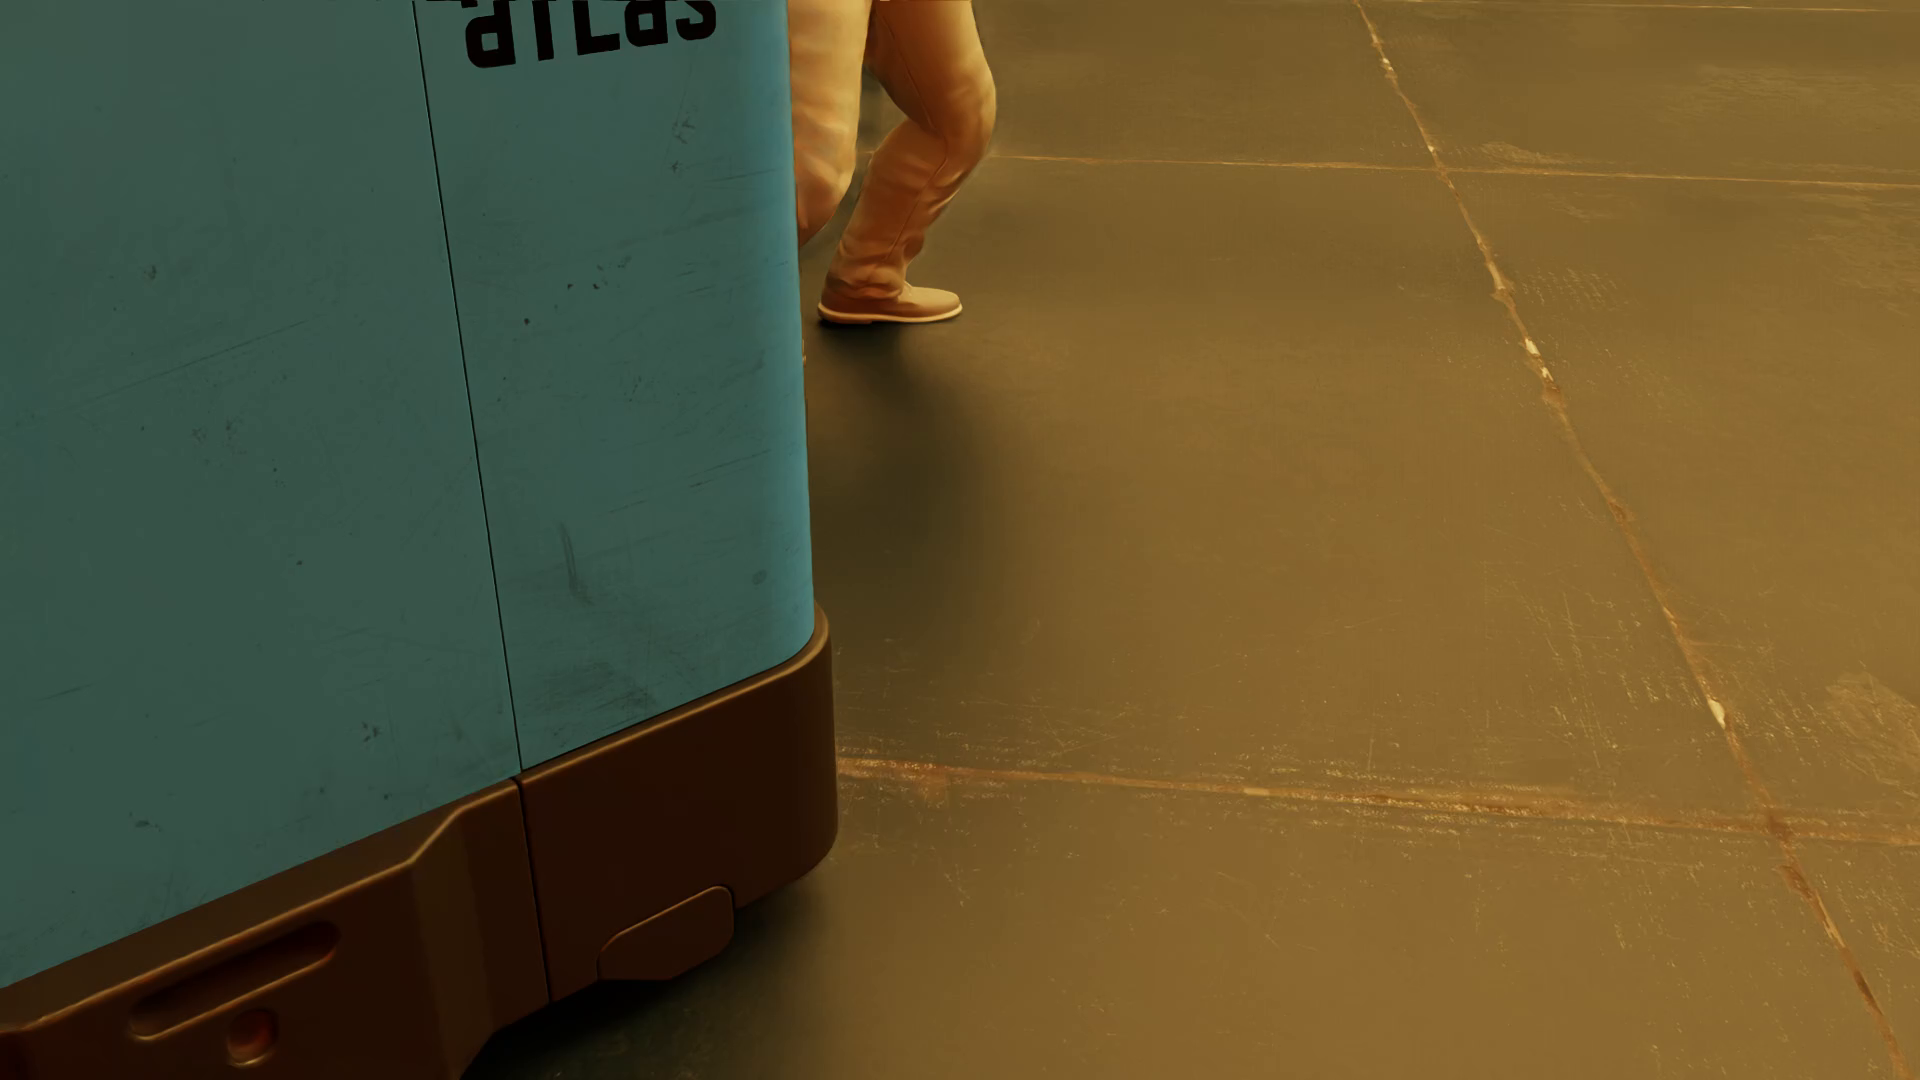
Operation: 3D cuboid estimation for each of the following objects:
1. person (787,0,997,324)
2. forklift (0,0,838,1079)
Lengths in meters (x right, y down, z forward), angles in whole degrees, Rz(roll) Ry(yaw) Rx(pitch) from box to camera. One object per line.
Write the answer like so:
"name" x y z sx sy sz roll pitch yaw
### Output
"person" -0.276 -1.043 2.832 0.483 1.591 0.838 18 31 31
"forklift" -1.568 -0.670 0.560 3.031 2.935 1.130 -21 34 -36
